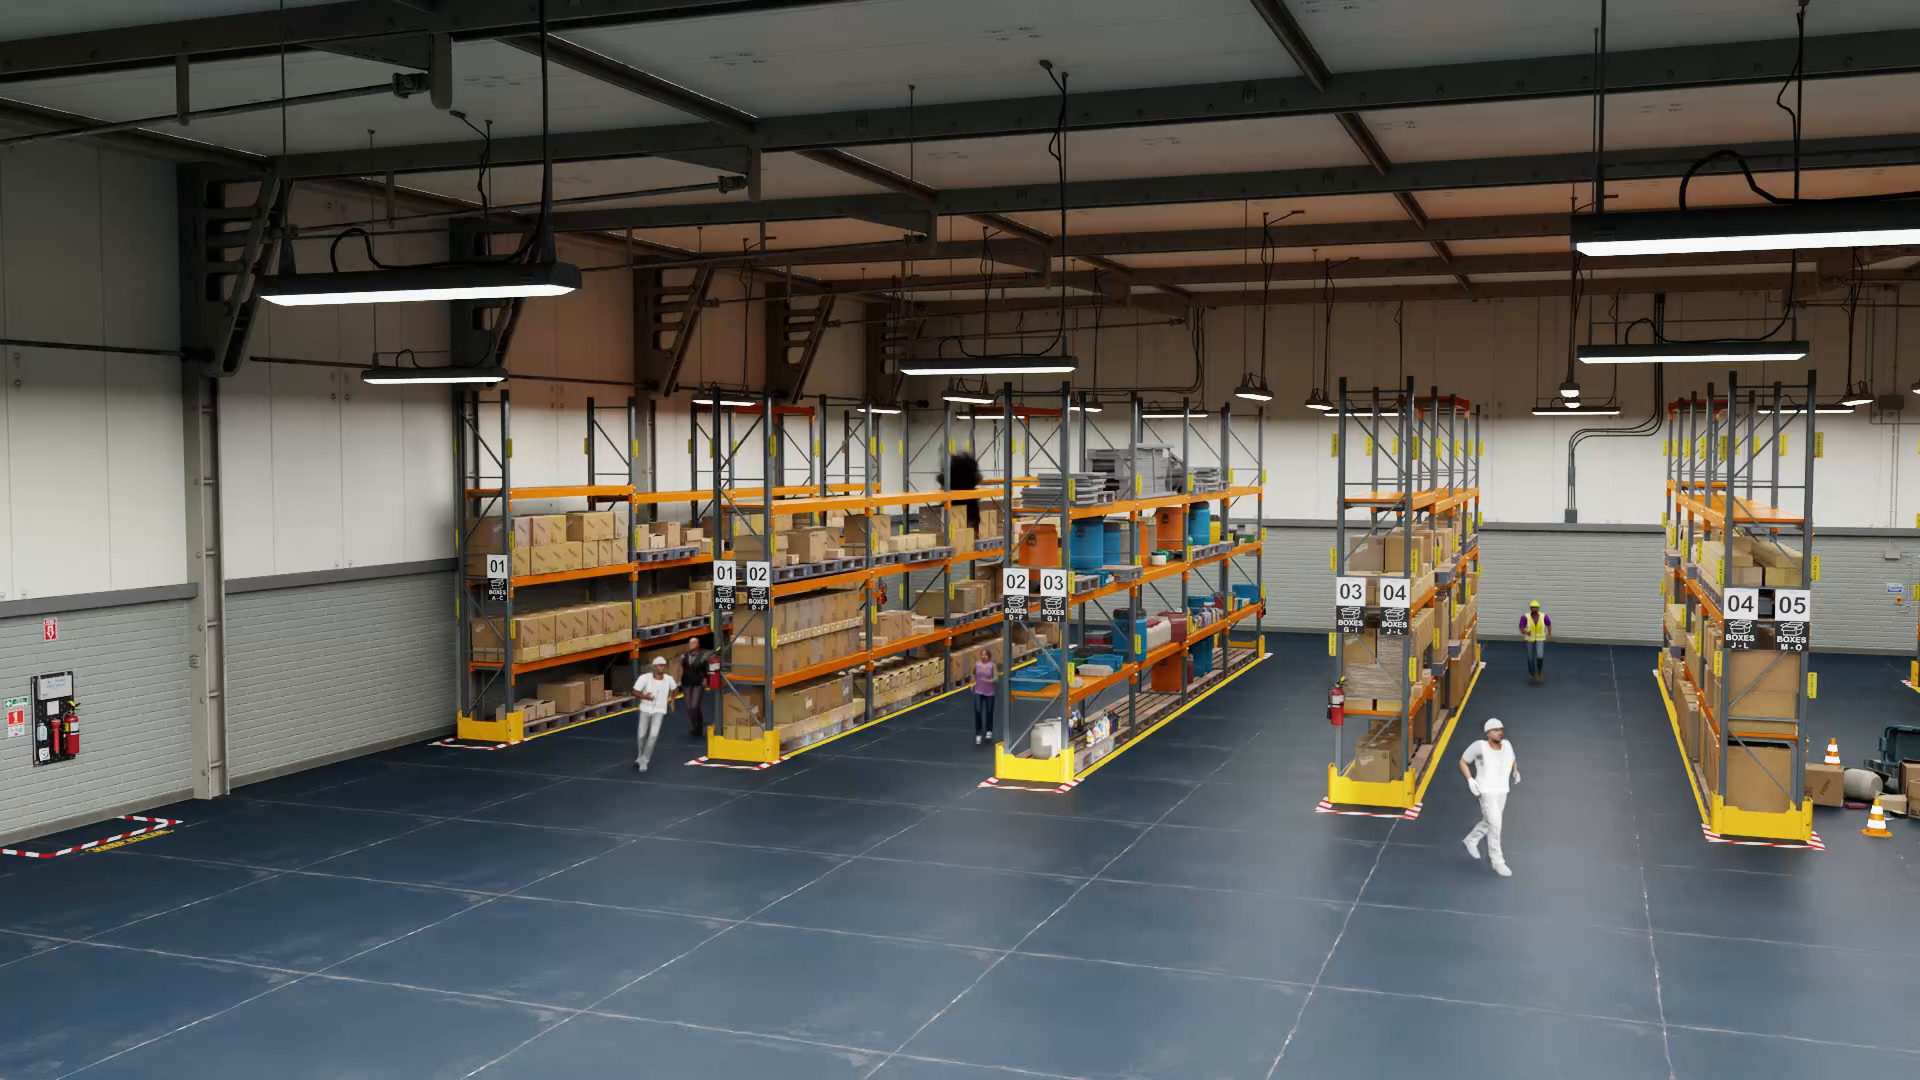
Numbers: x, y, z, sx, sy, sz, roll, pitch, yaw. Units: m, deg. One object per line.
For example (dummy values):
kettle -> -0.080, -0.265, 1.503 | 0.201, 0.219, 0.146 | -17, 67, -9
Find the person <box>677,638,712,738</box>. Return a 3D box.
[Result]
person -> -4.623, 2.565, 28.840 | 0.641, 1.728, 0.658 | 1, 3, 16

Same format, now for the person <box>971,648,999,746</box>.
person -> 0.406, 2.648, 28.193 | 0.493, 1.644, 0.710 | 0, 3, 6

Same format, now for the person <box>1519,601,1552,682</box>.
person -> 12.299, 2.167, 35.547 | 0.674, 1.735, 0.756 | 1, 3, 17

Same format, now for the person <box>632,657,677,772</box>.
person -> -4.789, 2.706, 26.052 | 0.691, 1.735, 0.801 | 0, 3, -9

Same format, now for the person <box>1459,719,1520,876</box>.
person -> 6.311, 2.998, 19.772 | 0.675, 1.789, 0.923 | -1, 3, -24
